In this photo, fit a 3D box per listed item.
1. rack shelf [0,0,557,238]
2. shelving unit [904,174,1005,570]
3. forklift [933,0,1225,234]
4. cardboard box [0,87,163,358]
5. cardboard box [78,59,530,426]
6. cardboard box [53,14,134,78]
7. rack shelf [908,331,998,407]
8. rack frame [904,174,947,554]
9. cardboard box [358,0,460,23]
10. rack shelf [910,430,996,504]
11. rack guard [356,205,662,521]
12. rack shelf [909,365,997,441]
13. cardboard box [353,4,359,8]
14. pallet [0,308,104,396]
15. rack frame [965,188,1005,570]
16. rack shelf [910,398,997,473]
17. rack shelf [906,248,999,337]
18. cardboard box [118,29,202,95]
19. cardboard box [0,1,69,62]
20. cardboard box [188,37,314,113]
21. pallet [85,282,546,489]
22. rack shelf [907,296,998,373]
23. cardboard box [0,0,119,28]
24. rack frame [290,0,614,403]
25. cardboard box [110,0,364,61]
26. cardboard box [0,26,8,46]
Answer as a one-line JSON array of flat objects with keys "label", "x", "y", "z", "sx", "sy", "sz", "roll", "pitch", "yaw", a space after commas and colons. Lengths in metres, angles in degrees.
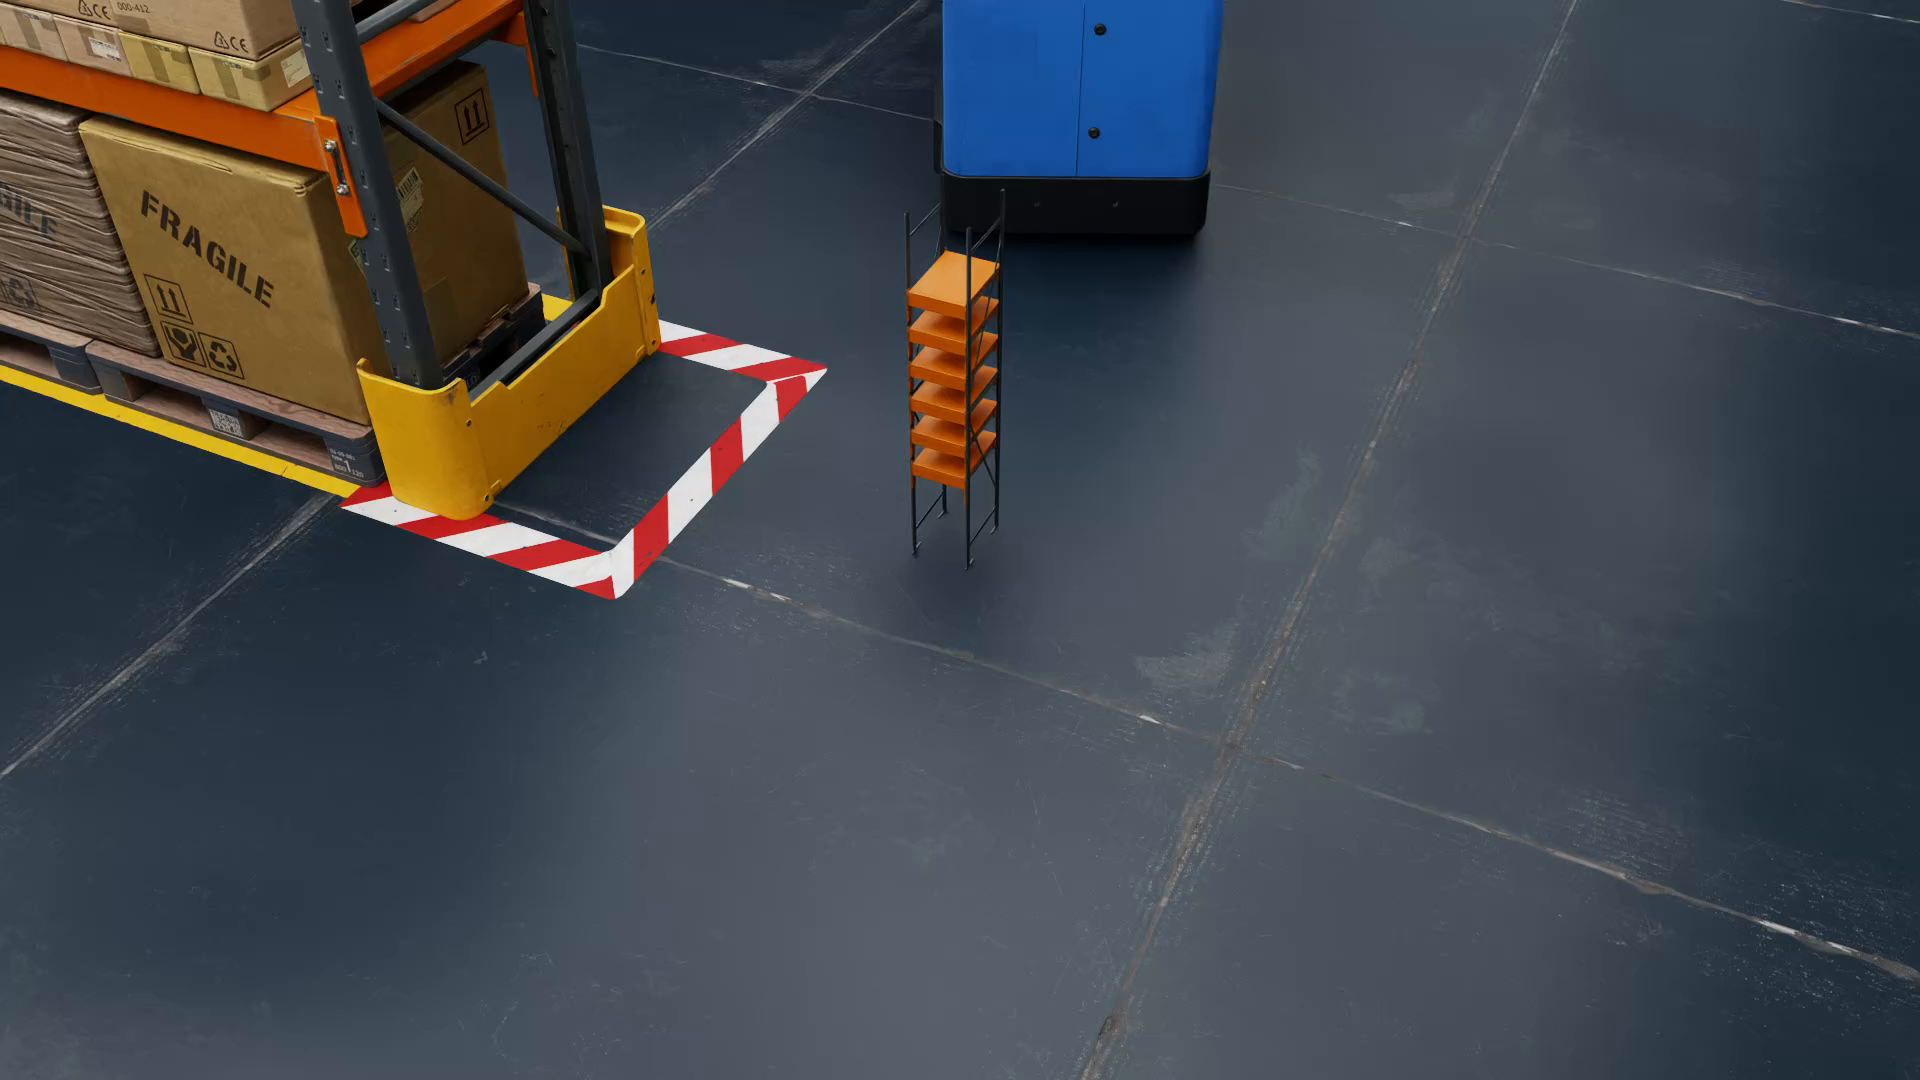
[{"label": "rack shelf", "x": -3.307, "y": -1.864, "z": 5.660, "sx": 4.000, "sy": 0.370, "sz": 1.077, "roll": 17, "pitch": 44, "yaw": 19}, {"label": "shelving unit", "x": -0.013, "y": -0.457, "z": 4.862, "sx": 0.189, "sy": 1.200, "sz": 0.258, "roll": 17, "pitch": 44, "yaw": 19}, {"label": "forklift", "x": 0.472, "y": -3.248, "z": 6.759, "sx": 1.130, "sy": 2.935, "sz": 3.031, "roll": 1, "pitch": 41, "yaw": 1}, {"label": "cardboard box", "x": -2.933, "y": -1.320, "z": 5.784, "sx": 0.875, "sy": 0.875, "sz": 0.875, "roll": 17, "pitch": 44, "yaw": 19}, {"label": "cardboard box", "x": -2.108, "y": -1.068, "z": 5.493, "sx": 0.875, "sy": 0.875, "sz": 0.875, "roll": 17, "pitch": 44, "yaw": 19}, {"label": "cardboard box", "x": -2.420, "y": -1.532, "z": 4.919, "sx": 0.250, "sy": 0.149, "sz": 0.380, "roll": 17, "pitch": 44, "yaw": 19}, {"label": "rack shelf", "x": -0.013, "y": -0.514, "z": 4.812, "sx": 0.180, "sy": 0.103, "sz": 0.258, "roll": 17, "pitch": 44, "yaw": 19}, {"label": "rack frame", "x": -0.096, "y": -0.483, "z": 4.891, "sx": 0.006, "sy": 1.200, "sz": 0.240, "roll": 17, "pitch": 44, "yaw": 19}, {"label": "cardboard box", "x": -1.676, "y": -1.782, "z": 5.207, "sx": 0.250, "sy": 0.149, "sz": 0.380, "roll": 17, "pitch": 44, "yaw": 19}, {"label": "rack shelf", "x": -0.013, "y": -0.242, "z": 5.048, "sx": 0.180, "sy": 0.103, "sz": 0.258, "roll": 17, "pitch": 44, "yaw": 19}, {"label": "rack guard", "x": -1.472, "y": -0.631, "z": 5.596, "sx": 0.348, "sy": 0.500, "sz": 1.175, "roll": 17, "pitch": 44, "yaw": 19}, {"label": "rack shelf", "x": -0.013, "y": -0.424, "z": 4.891, "sx": 0.180, "sy": 0.103, "sz": 0.258, "roll": 17, "pitch": 44, "yaw": 19}, {"label": "cardboard box", "x": -1.909, "y": -1.852, "z": 5.288, "sx": 0.250, "sy": 0.149, "sz": 0.380, "roll": 16, "pitch": 44, "yaw": 18}, {"label": "pallet", "x": -3.353, "y": -1.042, "z": 6.291, "sx": 1.213, "sy": 0.211, "sz": 1.003, "roll": 17, "pitch": 44, "yaw": 19}, {"label": "rack frame", "x": 0.070, "y": -0.432, "z": 4.832, "sx": 0.006, "sy": 1.200, "sz": 0.240, "roll": 17, "pitch": 44, "yaw": 19}, {"label": "rack shelf", "x": -0.013, "y": -0.333, "z": 4.969, "sx": 0.180, "sy": 0.103, "sz": 0.258, "roll": 17, "pitch": 44, "yaw": 19}, {"label": "rack shelf", "x": -0.013, "y": -0.696, "z": 4.655, "sx": 0.180, "sy": 0.103, "sz": 0.258, "roll": 17, "pitch": 44, "yaw": 19}, {"label": "cardboard box", "x": -2.192, "y": -1.462, "z": 4.838, "sx": 0.250, "sy": 0.149, "sz": 0.380, "roll": 17, "pitch": 44, "yaw": 19}, {"label": "cardboard box", "x": -2.646, "y": -1.602, "z": 5.000, "sx": 0.250, "sy": 0.149, "sz": 0.380, "roll": 18, "pitch": 44, "yaw": 19}, {"label": "cardboard box", "x": -1.956, "y": -1.391, "z": 4.756, "sx": 0.250, "sy": 0.149, "sz": 0.380, "roll": 18, "pitch": 44, "yaw": 19}, {"label": "pallet", "x": -2.252, "y": -0.703, "z": 5.901, "sx": 1.213, "sy": 0.211, "sz": 1.003, "roll": 17, "pitch": 44, "yaw": 19}, {"label": "rack shelf", "x": -0.013, "y": -0.605, "z": 4.734, "sx": 0.180, "sy": 0.103, "sz": 0.258, "roll": 17, "pitch": 44, "yaw": 19}, {"label": "cardboard box", "x": -2.505, "y": -1.756, "z": 4.873, "sx": 0.500, "sy": 0.250, "sz": 0.500, "roll": 16, "pitch": 43, "yaw": 18}, {"label": "rack frame", "x": -1.494, "y": -1.582, "z": 4.785, "sx": 0.127, "sy": 3.000, "sz": 1.000, "roll": 17, "pitch": 44, "yaw": 19}, {"label": "cardboard box", "x": -2.045, "y": -1.615, "z": 4.710, "sx": 0.500, "sy": 0.250, "sz": 0.500, "roll": 16, "pitch": 44, "yaw": 18}, {"label": "cardboard box", "x": -2.882, "y": -1.672, "z": 5.081, "sx": 0.250, "sy": 0.149, "sz": 0.380, "roll": 16, "pitch": 43, "yaw": 18}]
